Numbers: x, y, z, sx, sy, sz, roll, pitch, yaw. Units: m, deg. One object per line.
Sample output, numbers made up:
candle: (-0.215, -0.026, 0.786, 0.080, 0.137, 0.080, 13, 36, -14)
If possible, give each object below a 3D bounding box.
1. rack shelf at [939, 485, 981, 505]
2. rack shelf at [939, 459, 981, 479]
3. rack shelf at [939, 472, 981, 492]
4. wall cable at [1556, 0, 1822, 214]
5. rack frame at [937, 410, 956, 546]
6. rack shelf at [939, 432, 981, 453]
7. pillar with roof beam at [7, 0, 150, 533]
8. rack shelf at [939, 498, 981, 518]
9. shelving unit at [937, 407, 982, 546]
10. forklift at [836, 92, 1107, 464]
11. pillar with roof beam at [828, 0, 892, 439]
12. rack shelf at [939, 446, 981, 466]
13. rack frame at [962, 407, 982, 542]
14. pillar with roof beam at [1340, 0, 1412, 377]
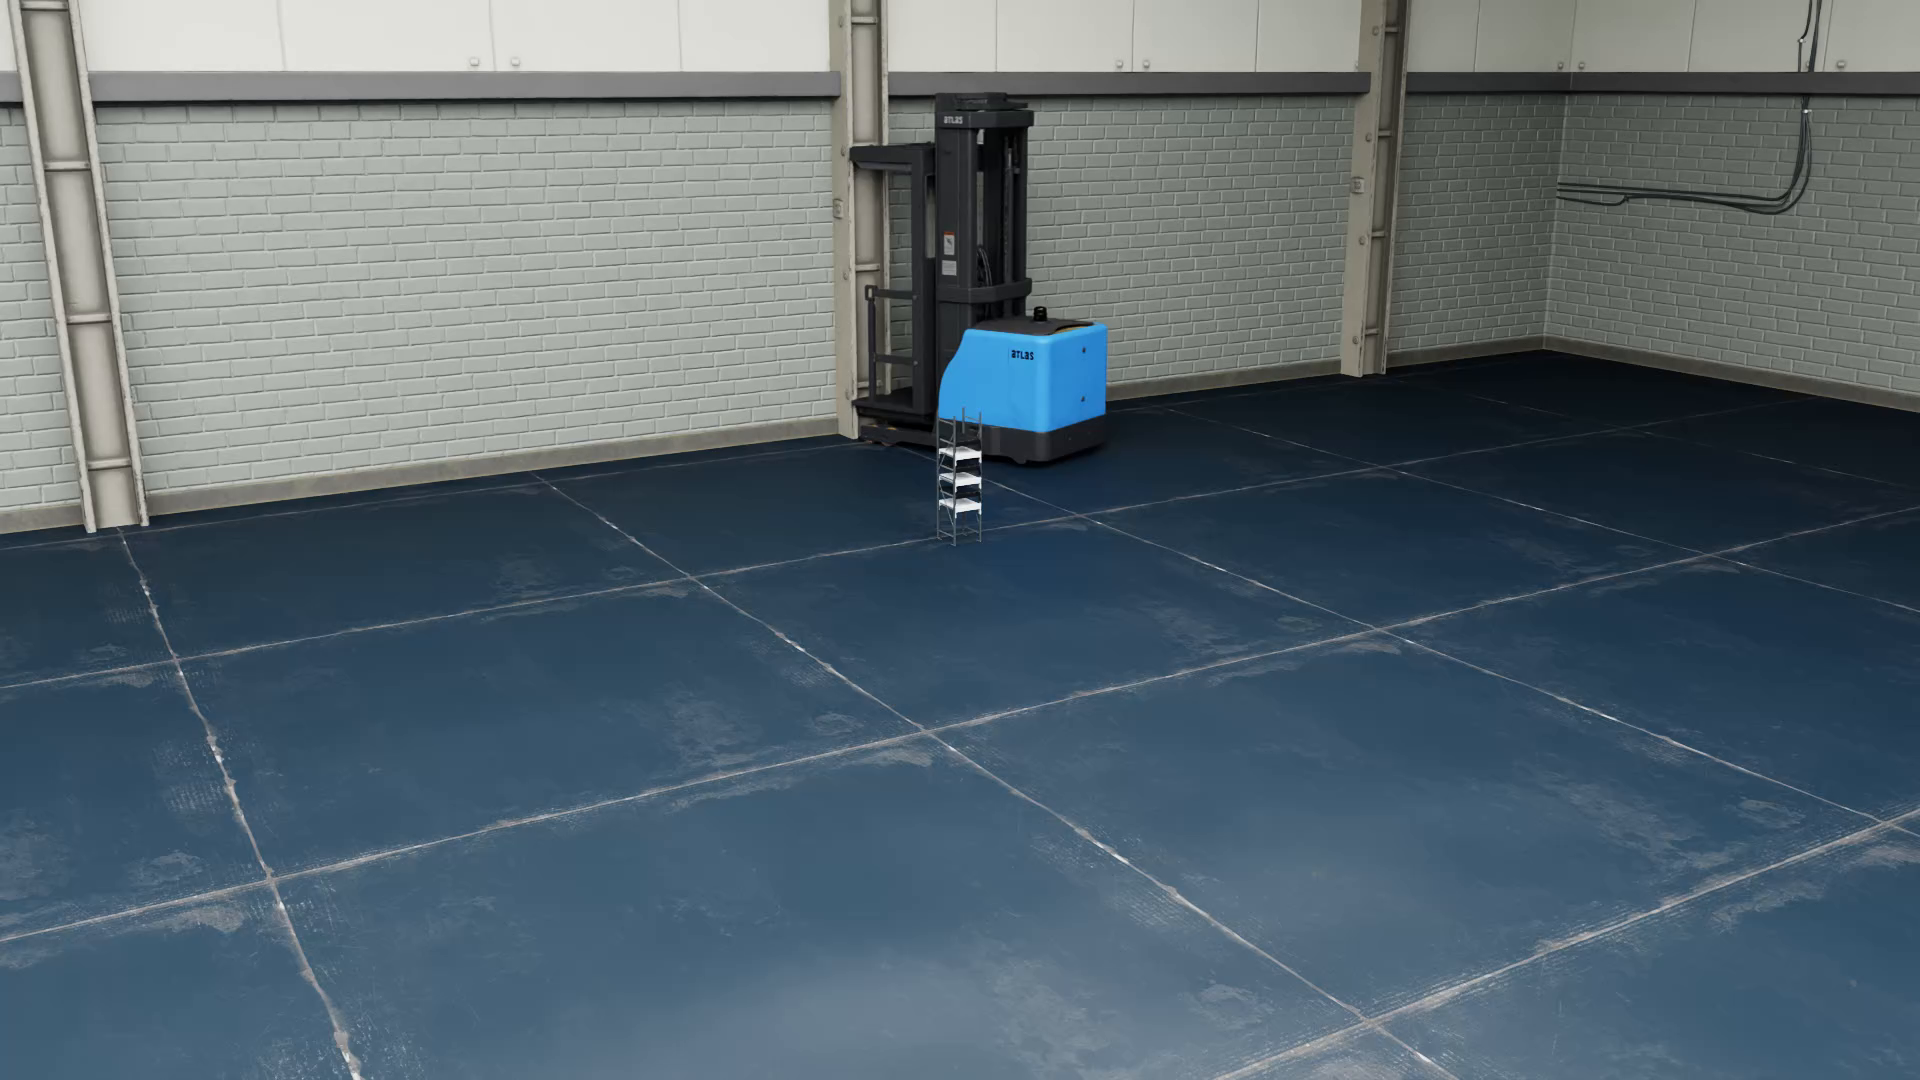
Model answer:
rack shelf: (-0.007, -0.313, 11.318, 0.200, 0.077, 0.258, -9, 18, -30)
rack shelf: (-0.007, -0.487, 11.269, 0.200, 0.077, 0.258, -9, 18, -30)
rack shelf: (-0.007, -0.400, 11.293, 0.200, 0.077, 0.258, -9, 18, -30)
wall cable: (7.502, -4.722, 17.337, 0.112, 2.526, 3.097, -9, 18, -30)
rack frame: (-0.094, -0.418, 11.234, 0.006, 0.900, 0.240, -9, 18, -30)
rack shelf: (-0.007, -0.660, 11.220, 0.200, 0.077, 0.258, -9, 18, -30)
pillar with roof beam: (-3.773, -3.450, 7.045, 0.400, 9.000, 9.100, -9, 18, -30)
rack shelf: (-0.007, -0.227, 11.342, 0.200, 0.077, 0.258, -9, 18, -30)
shelving unit: (-0.007, -0.432, 11.284, 0.210, 0.900, 0.258, -9, 18, -30)
forklift: (-0.247, -2.317, 14.245, 3.031, 2.935, 1.130, 11, 19, 34)
pillar with roof beam: (1.370, -4.284, 10.020, 0.400, 9.000, 9.100, -9, 18, -30)
rack shelf: (-0.007, -0.573, 11.245, 0.200, 0.077, 0.258, -9, 18, -30)
rack frame: (0.080, -0.446, 11.335, 0.006, 0.900, 0.240, -9, 18, -30)
pillar with roof beam: (6.513, -5.118, 12.995, 0.400, 9.000, 9.100, -9, 18, -30)
